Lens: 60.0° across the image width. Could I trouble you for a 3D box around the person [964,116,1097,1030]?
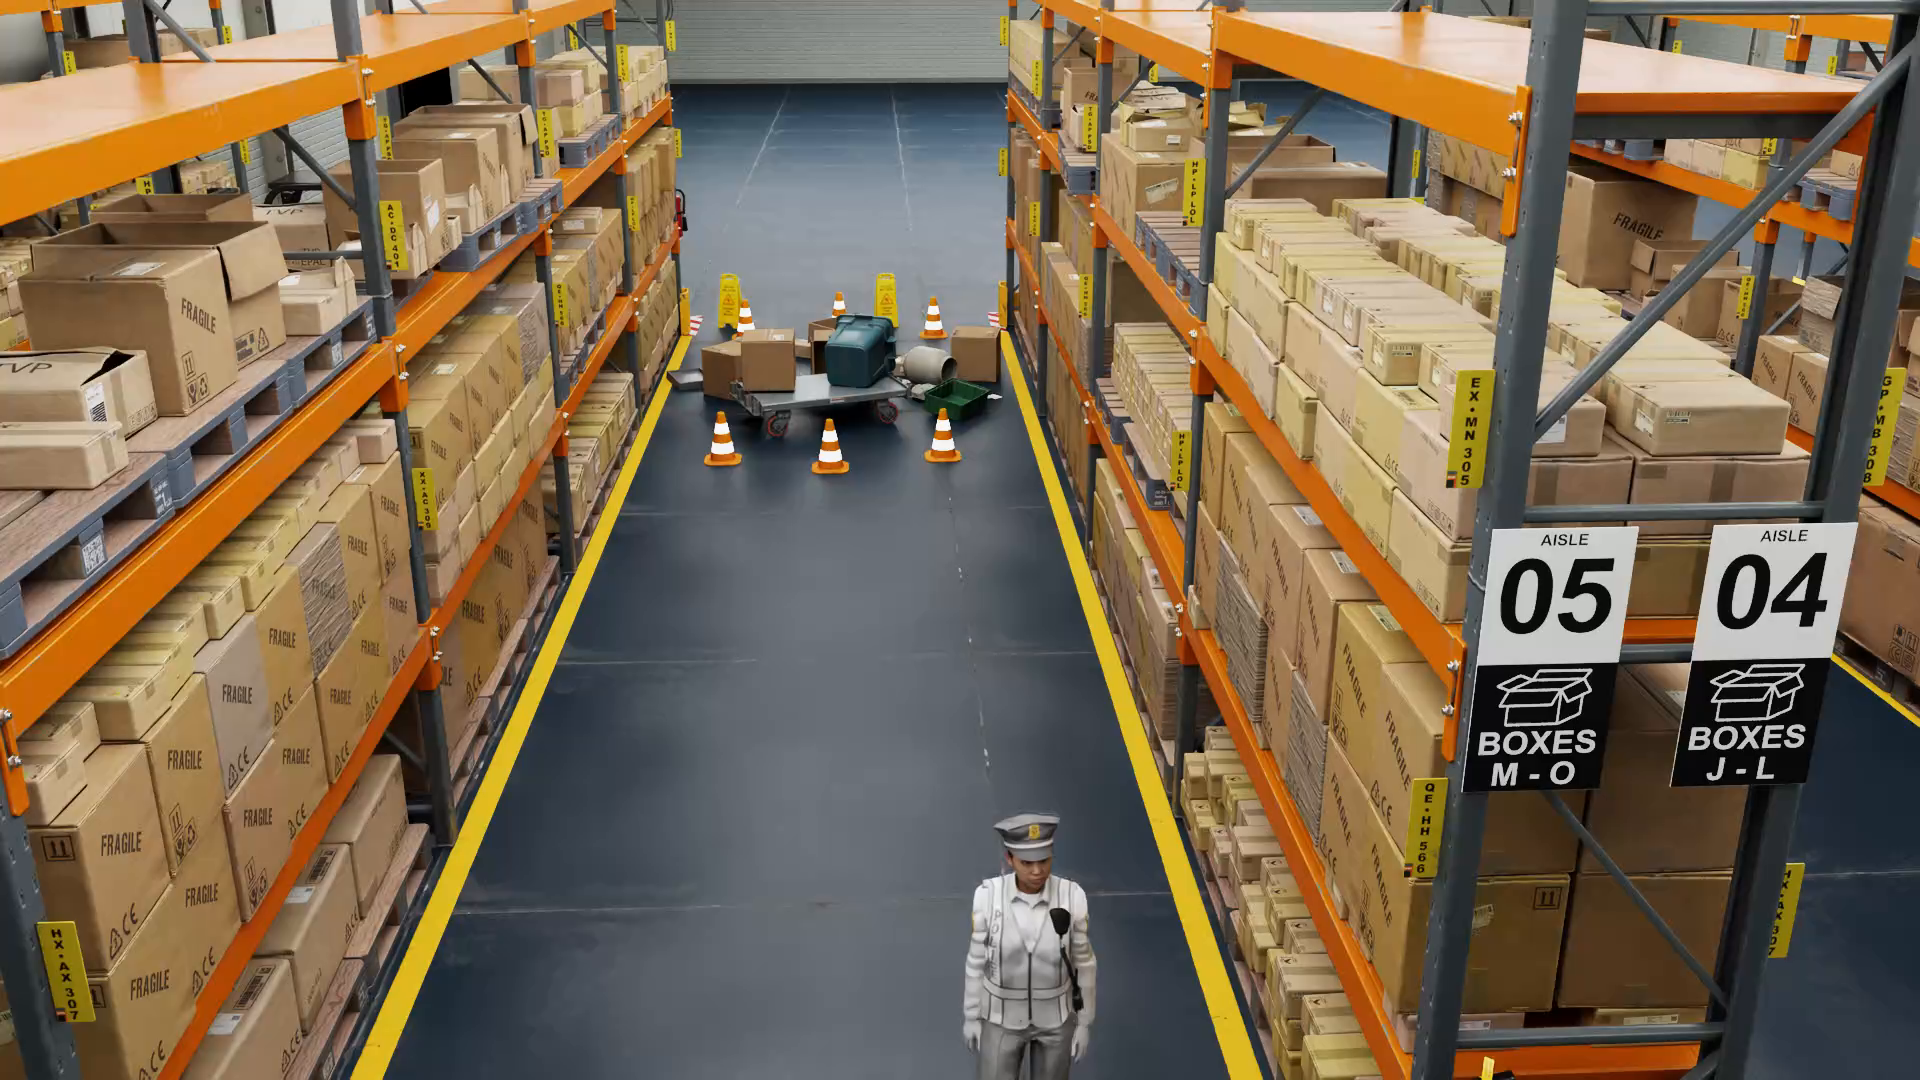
[{"bbox_3d":[-1.595,-0.713,9.581,5.195,2.345,22.097,0,21,0],"label":"person"}]
